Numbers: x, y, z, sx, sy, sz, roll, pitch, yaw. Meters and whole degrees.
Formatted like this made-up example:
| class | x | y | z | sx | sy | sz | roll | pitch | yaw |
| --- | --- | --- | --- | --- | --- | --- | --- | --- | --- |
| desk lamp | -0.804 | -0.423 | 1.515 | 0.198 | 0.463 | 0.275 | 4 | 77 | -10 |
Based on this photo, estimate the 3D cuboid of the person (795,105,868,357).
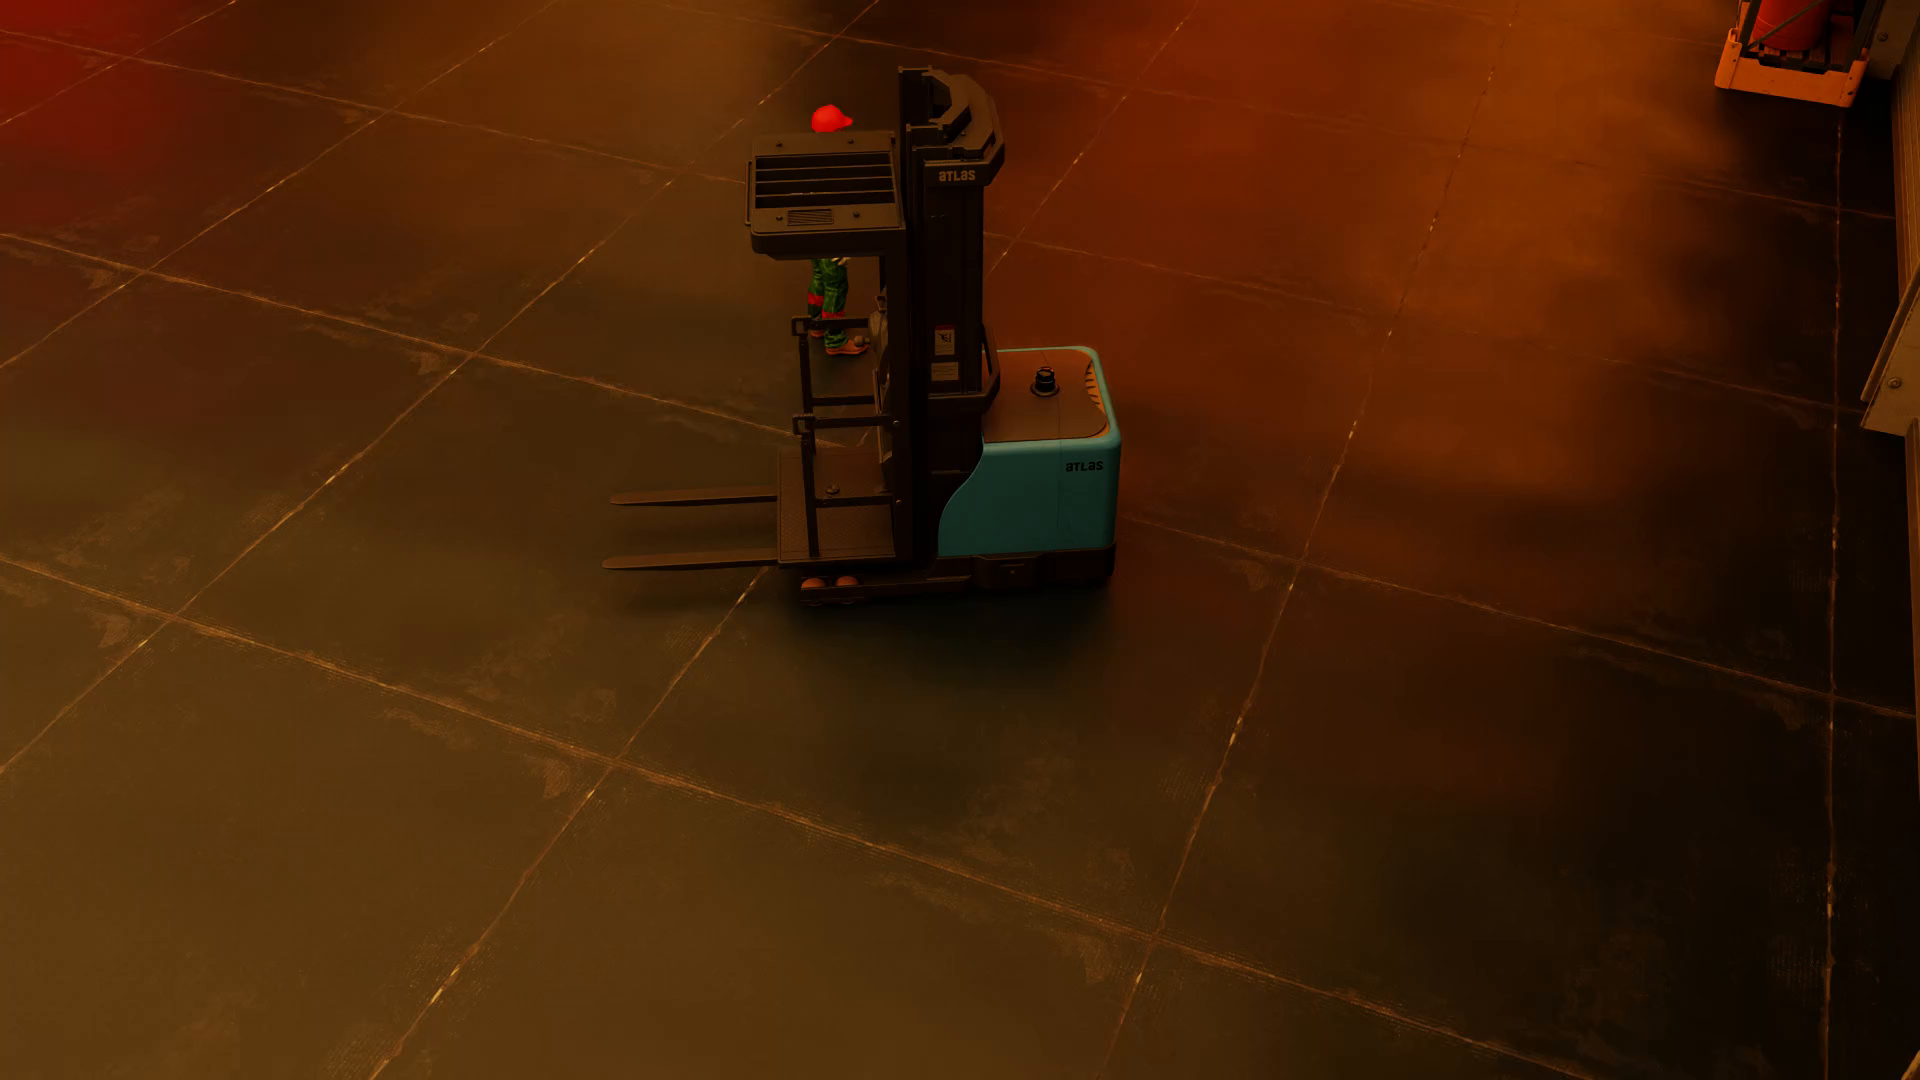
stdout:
| class | x | y | z | sx | sy | sz | roll | pitch | yaw |
| --- | --- | --- | --- | --- | --- | --- | --- | --- | --- |
| person | -0.914 | -2.135 | 11.456 | 0.451 | 1.779 | 0.607 | -16 | 42 | -18 |

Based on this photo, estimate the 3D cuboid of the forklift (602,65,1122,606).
| class | x | y | z | sx | sy | sz | roll | pitch | yaw |
| --- | --- | --- | --- | --- | --- | --- | --- | --- | --- |
| forklift | -0.621 | -1.090 | 9.308 | 3.031 | 2.935 | 1.130 | -3 | 40 | -4 |
